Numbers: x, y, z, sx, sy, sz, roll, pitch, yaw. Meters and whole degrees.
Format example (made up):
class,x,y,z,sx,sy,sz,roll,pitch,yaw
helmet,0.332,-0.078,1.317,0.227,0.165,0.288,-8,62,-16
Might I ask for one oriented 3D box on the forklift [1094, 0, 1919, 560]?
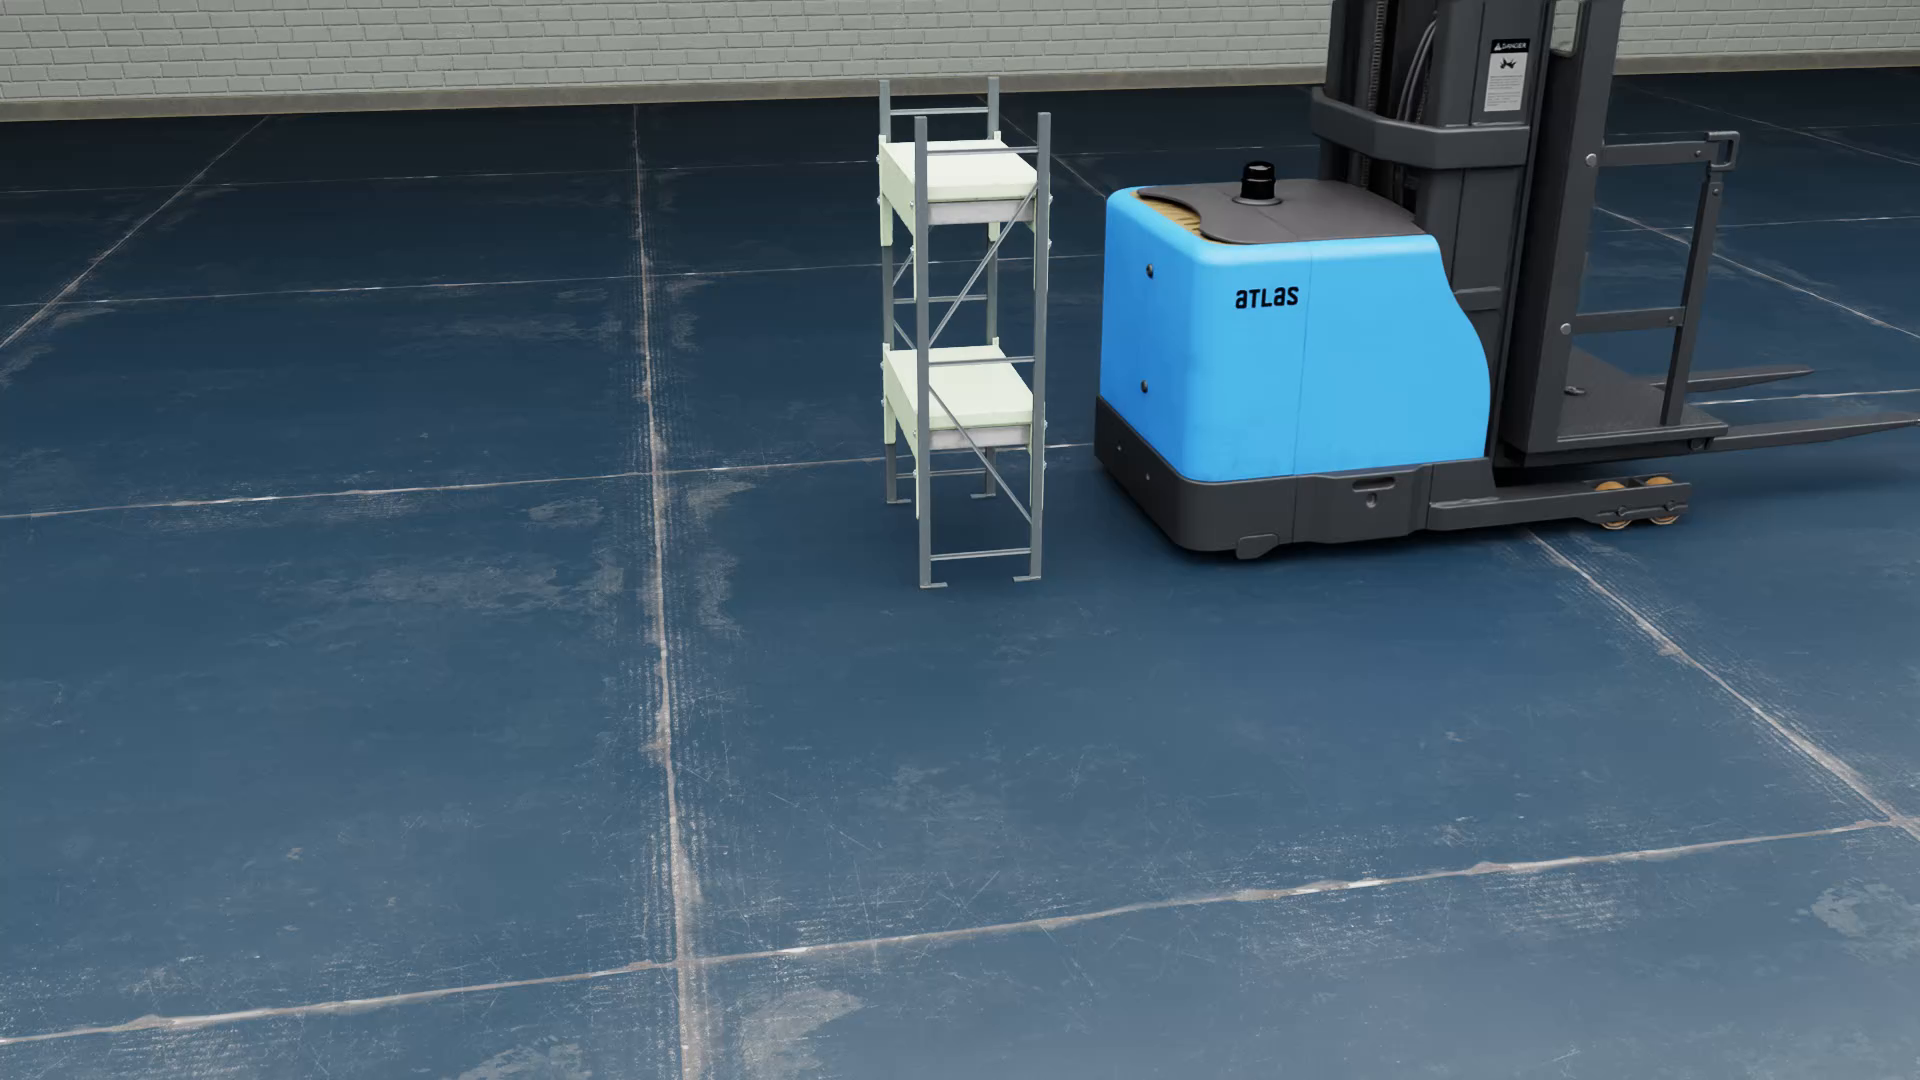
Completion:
class,x,y,z,sx,sy,sz,roll,pitch,yaw
forklift,2.083,-1.578,5.700,3.031,2.935,1.130,-6,24,-13

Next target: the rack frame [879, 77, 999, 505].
class,x,y,z,sx,sy,sz,roll,pitch,yaw
rack frame,-0.069,-0.834,5.785,0.400,1.500,0.023,-4,24,-10

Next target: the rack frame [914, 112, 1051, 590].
class,x,y,z,sx,sy,sz,roll,pitch,yaw
rack frame,0.066,-0.546,5.126,0.400,1.500,0.023,-4,24,-10

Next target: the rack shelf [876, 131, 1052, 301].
class,x,y,z,sx,sy,sz,roll,pitch,yaw
rack shelf,-0.001,-1.048,5.300,0.431,0.370,0.720,-4,24,-10

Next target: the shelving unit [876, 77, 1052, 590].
class,x,y,z,sx,sy,sz,roll,pitch,yaw
shelving unit,-0.001,-0.690,5.456,0.431,1.500,0.755,-4,24,-10

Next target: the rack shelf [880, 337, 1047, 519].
class,x,y,z,sx,sy,sz,roll,pitch,yaw
rack shelf,-0.001,-0.391,5.586,0.431,0.370,0.720,-4,24,-10
